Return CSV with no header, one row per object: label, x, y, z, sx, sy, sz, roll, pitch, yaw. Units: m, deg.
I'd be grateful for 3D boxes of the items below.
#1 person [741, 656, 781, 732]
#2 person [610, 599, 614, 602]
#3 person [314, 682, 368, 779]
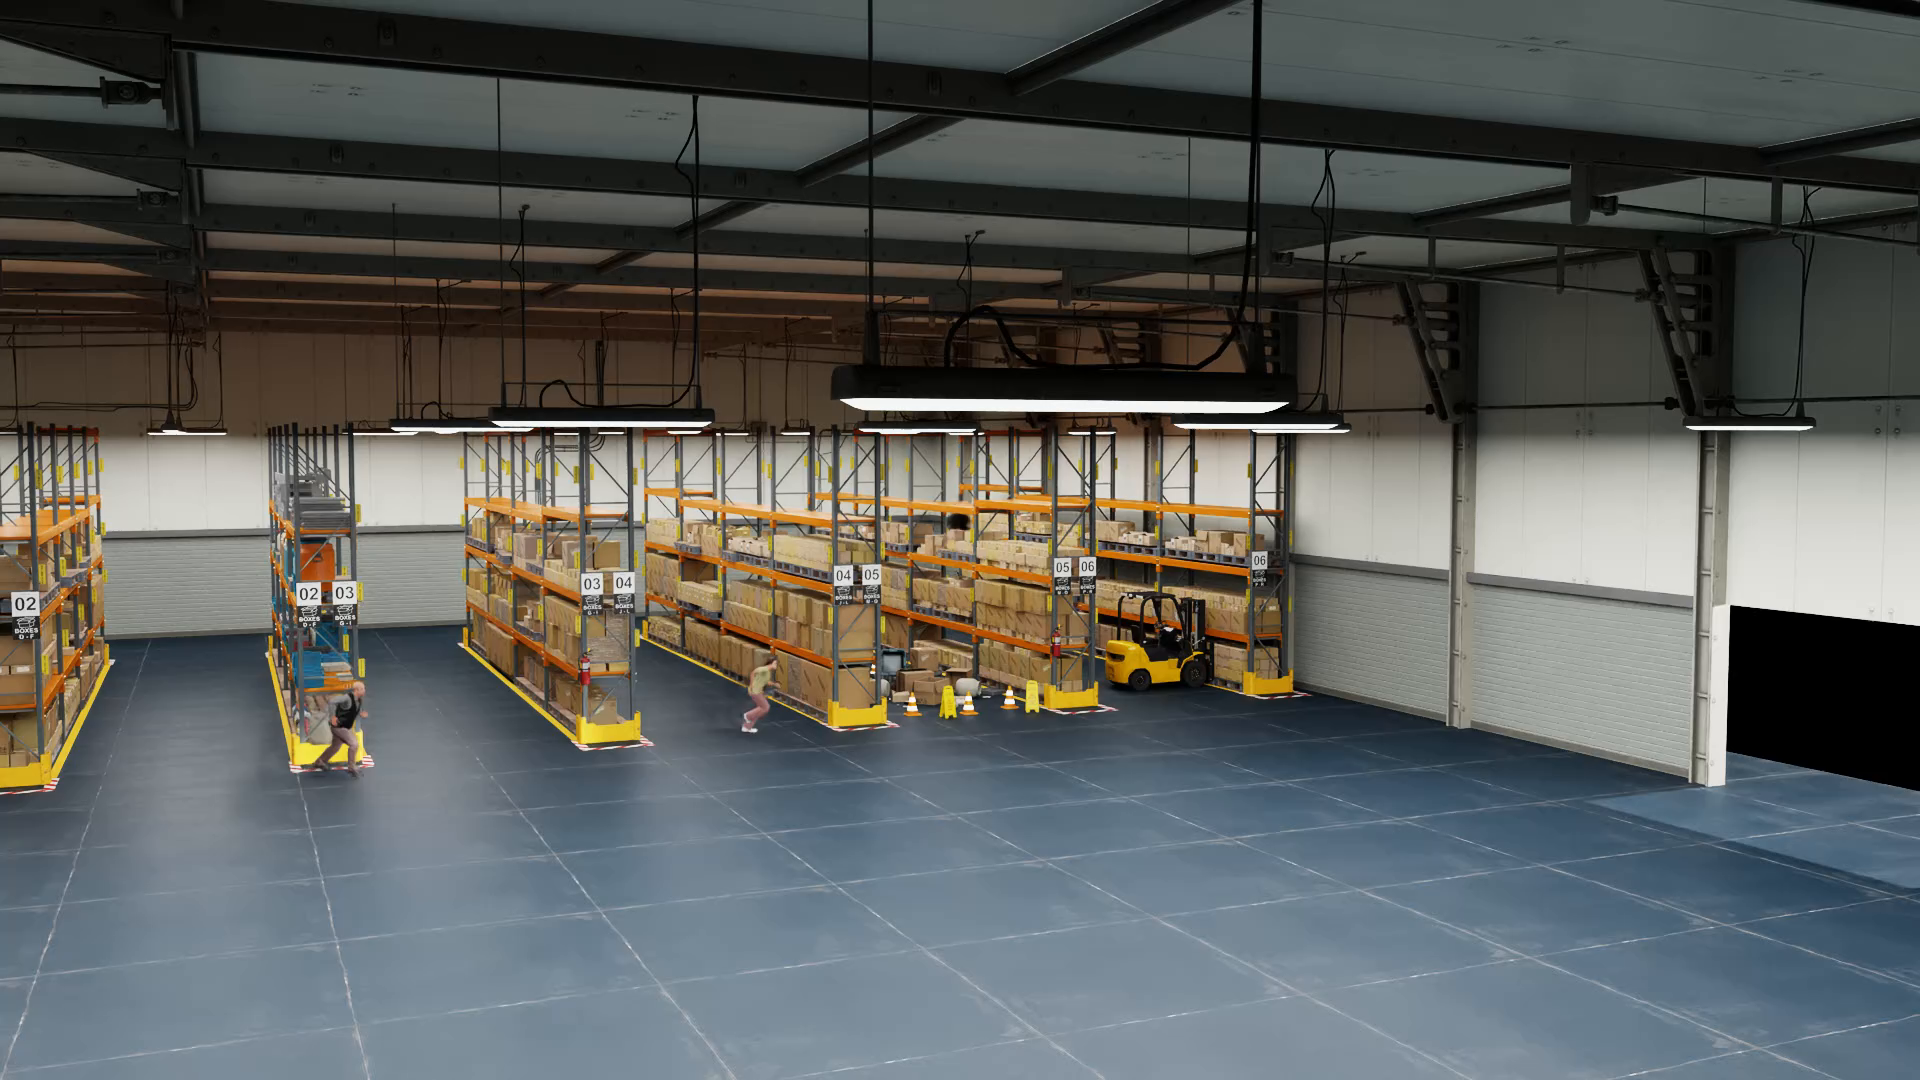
person,-3.881,3.002,32.308,0.777,1.501,0.611,1,4,10
person,-9.864,2.021,48.246,0.572,1.546,0.520,1,4,19
person,-10.466,3.221,28.036,0.988,1.682,0.704,1,4,10
